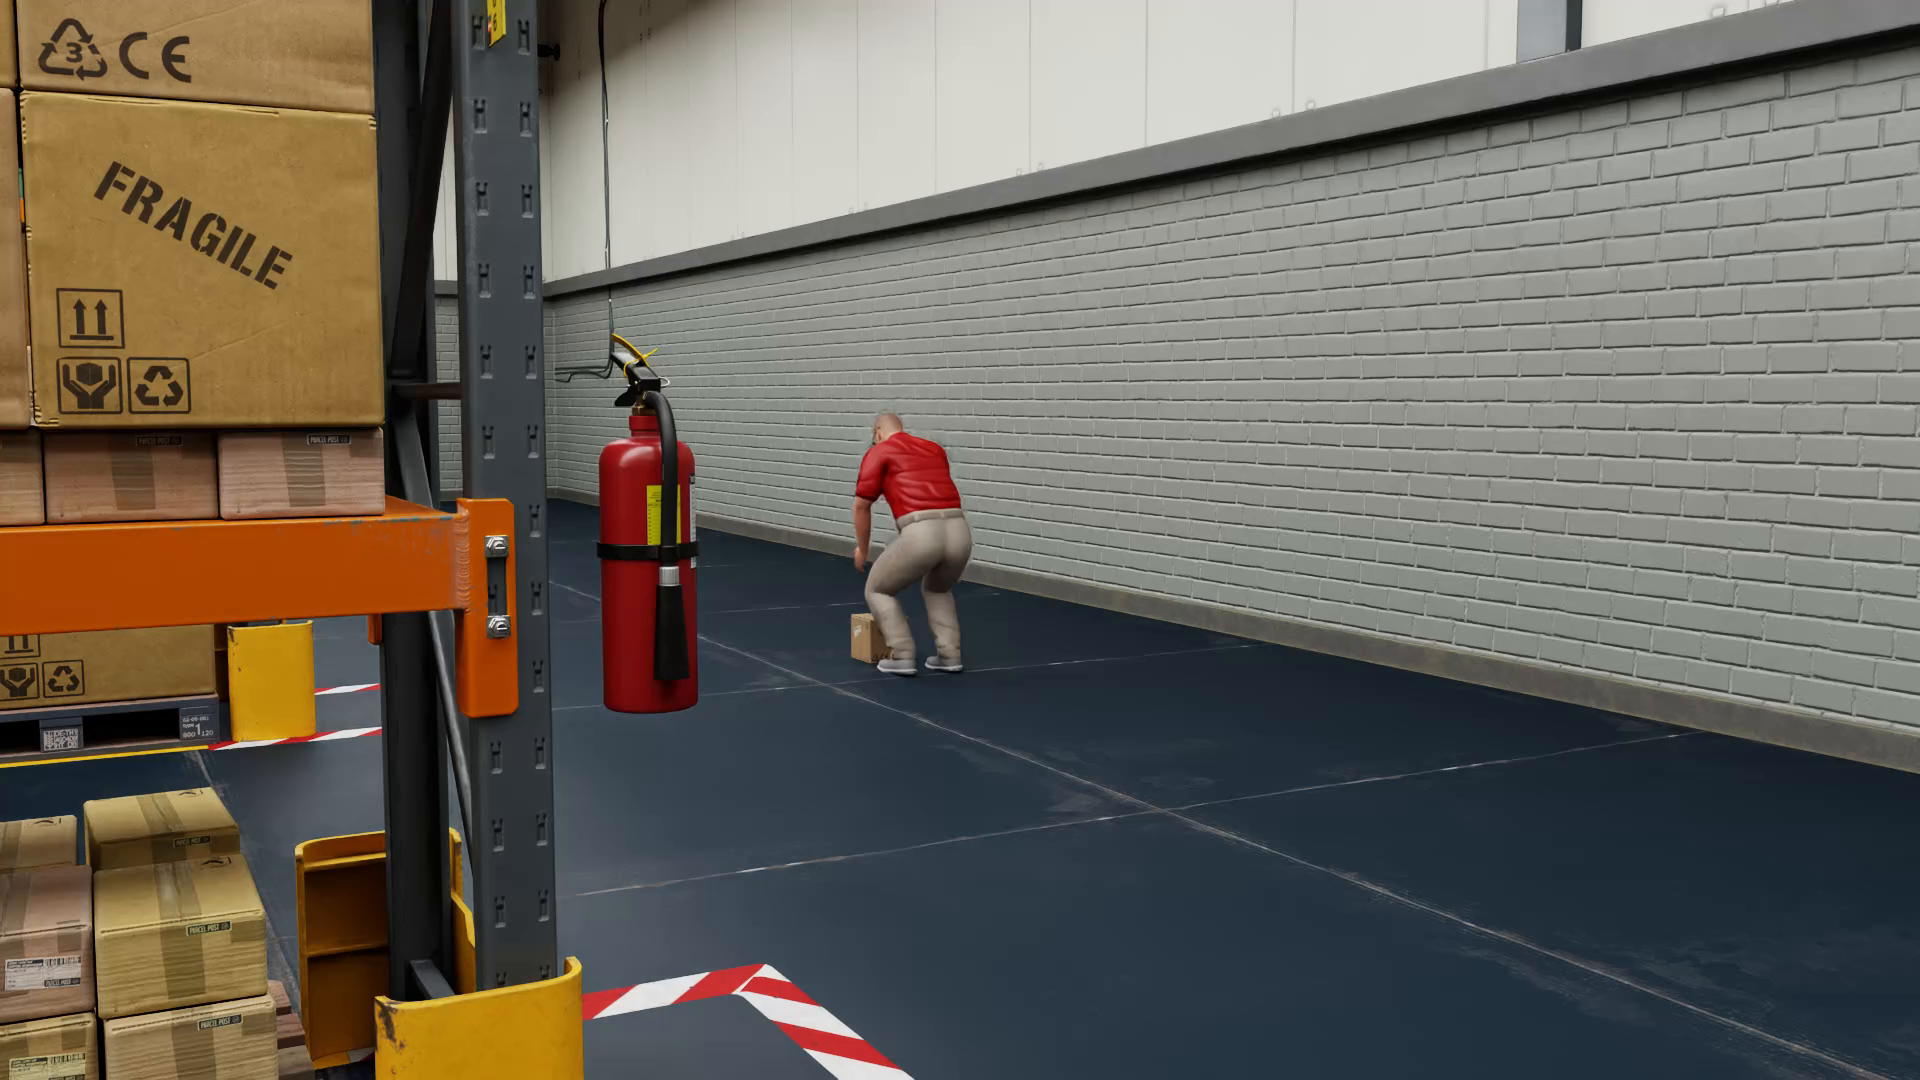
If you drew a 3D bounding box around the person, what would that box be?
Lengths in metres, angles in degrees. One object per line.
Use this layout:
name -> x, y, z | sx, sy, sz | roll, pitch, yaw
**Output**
person -> -0.267, 0.018, 9.025 | 0.590, 1.409, 0.707 | -3, 6, -29
